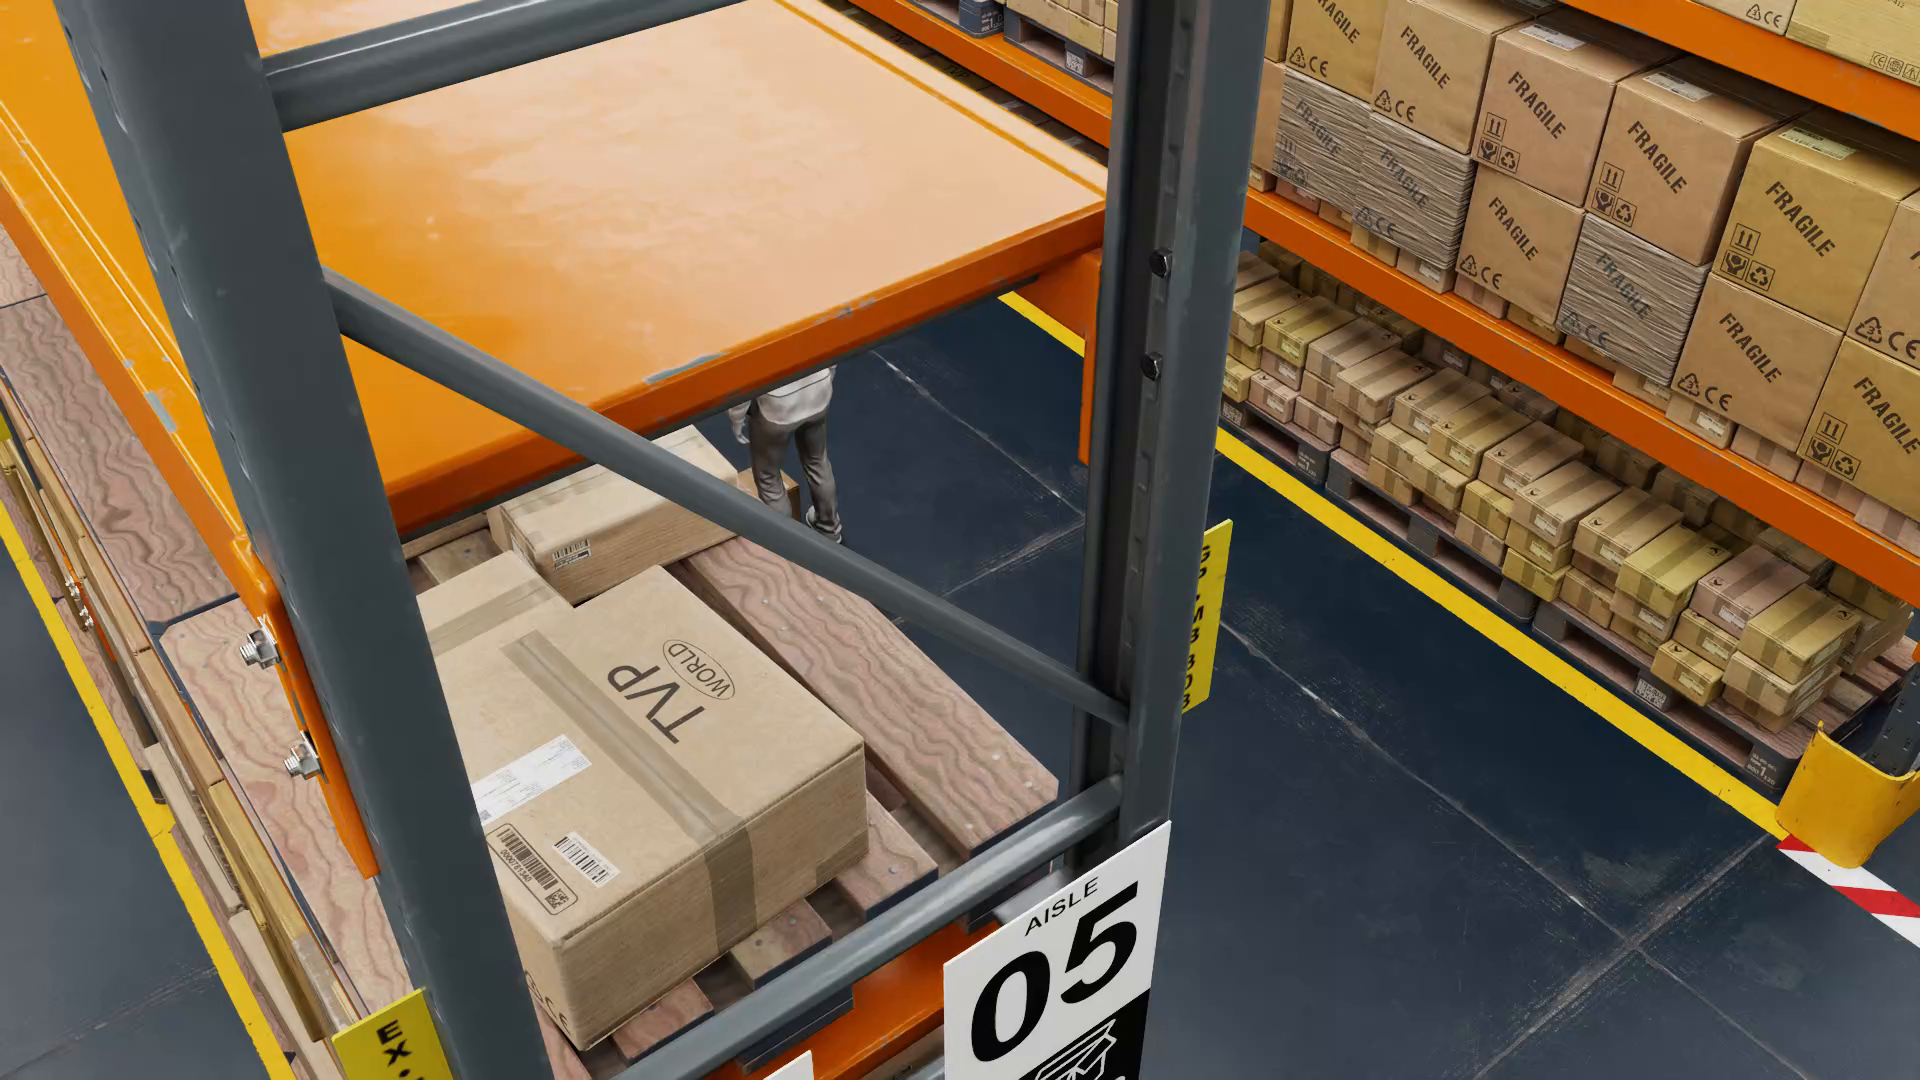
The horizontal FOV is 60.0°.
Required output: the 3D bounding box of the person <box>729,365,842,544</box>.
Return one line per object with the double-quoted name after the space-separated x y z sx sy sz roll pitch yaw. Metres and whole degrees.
-0.750 -0.586 7.101 0.526 1.662 0.373 -28 48 -29 "person"
